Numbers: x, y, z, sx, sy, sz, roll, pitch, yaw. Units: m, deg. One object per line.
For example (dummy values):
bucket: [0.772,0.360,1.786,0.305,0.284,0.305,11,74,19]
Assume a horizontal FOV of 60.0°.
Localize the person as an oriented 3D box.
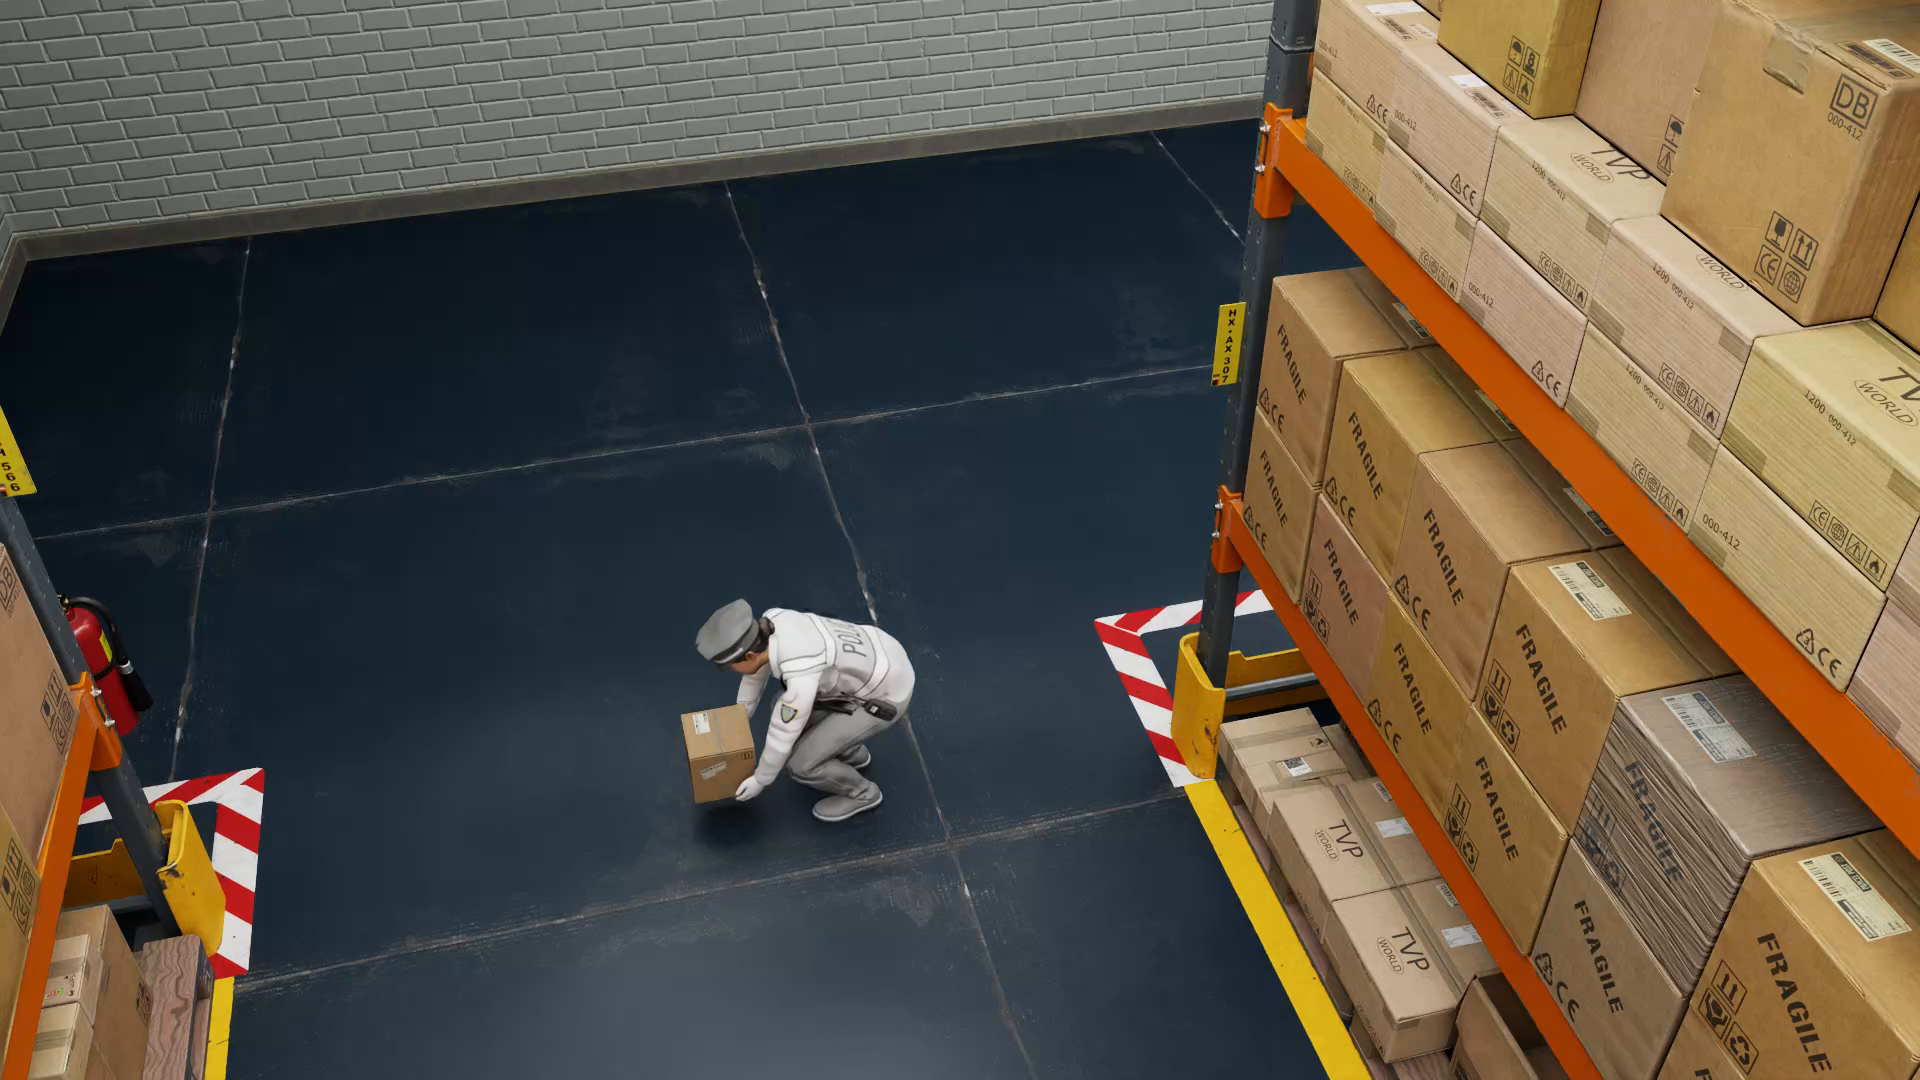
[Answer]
person: [-0.575,0.630,6.399,0.815,1.073,0.504,-10,39,-12]
